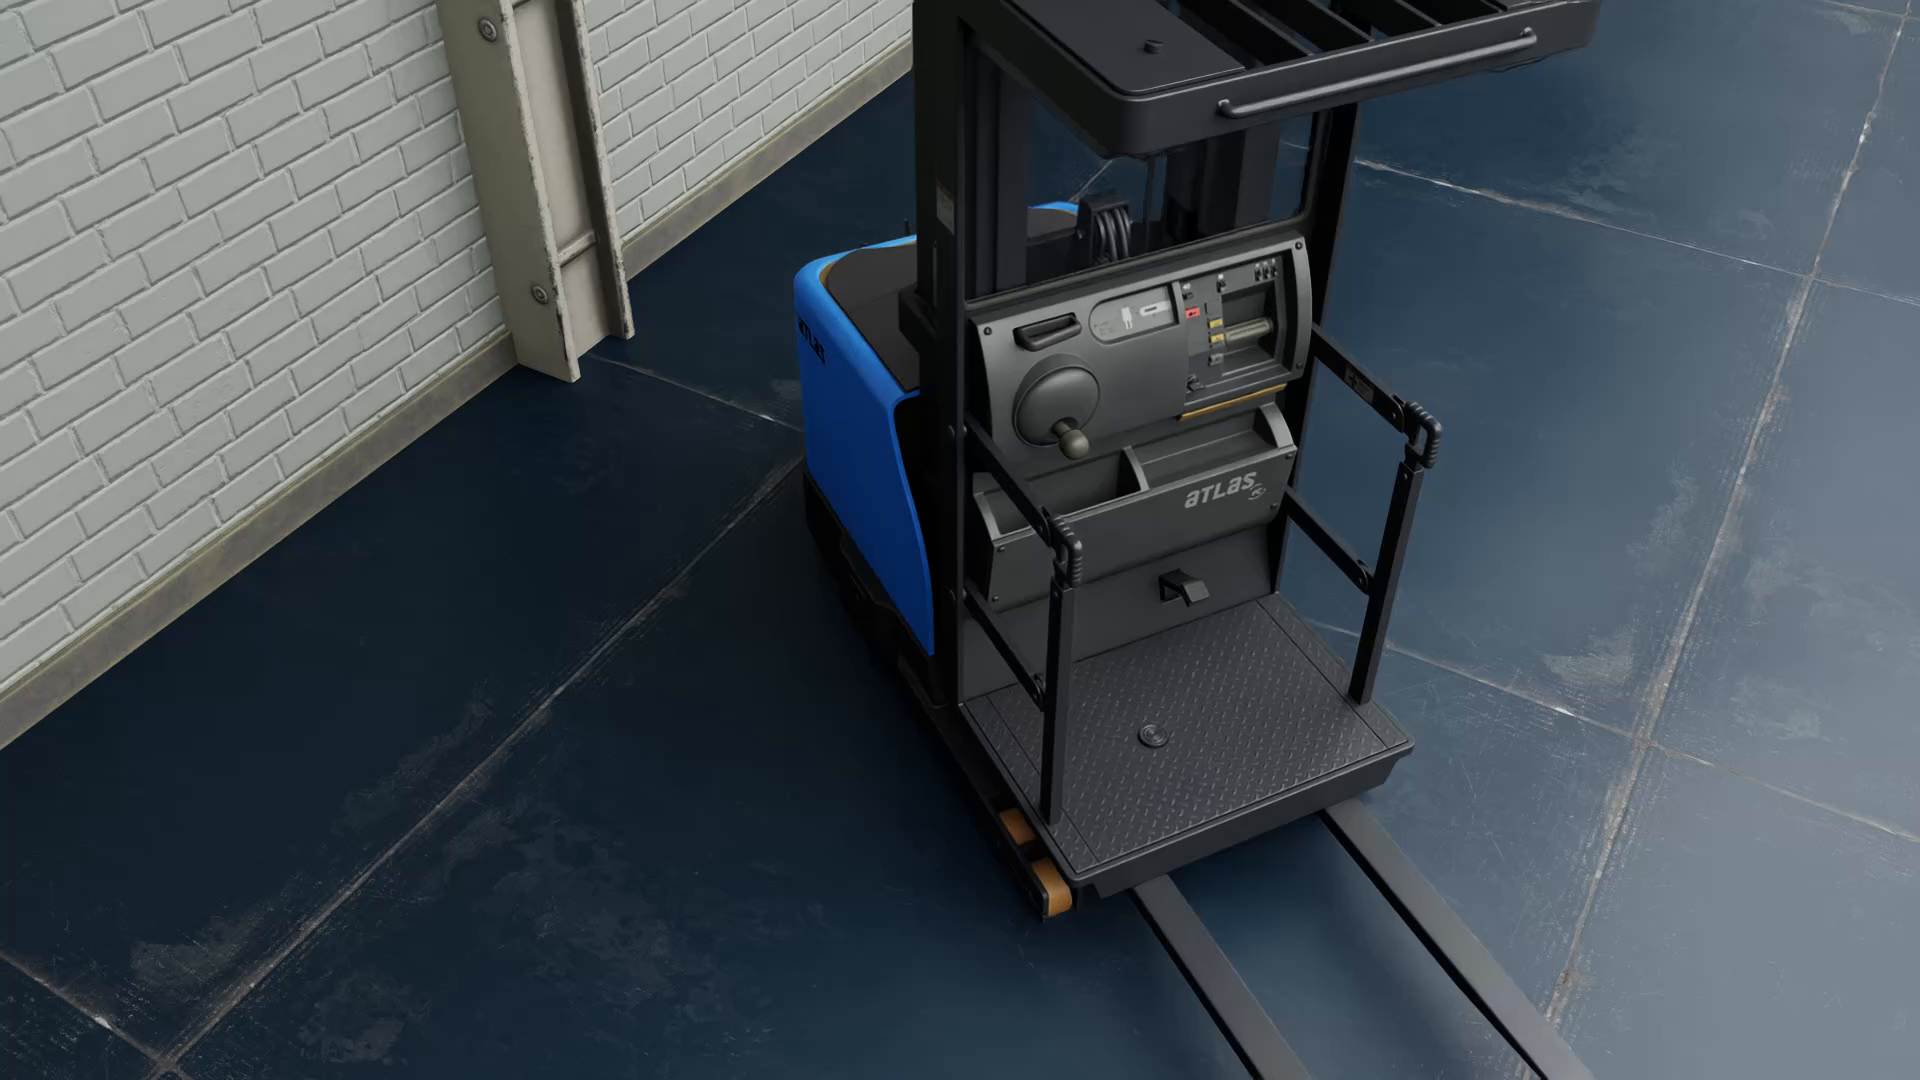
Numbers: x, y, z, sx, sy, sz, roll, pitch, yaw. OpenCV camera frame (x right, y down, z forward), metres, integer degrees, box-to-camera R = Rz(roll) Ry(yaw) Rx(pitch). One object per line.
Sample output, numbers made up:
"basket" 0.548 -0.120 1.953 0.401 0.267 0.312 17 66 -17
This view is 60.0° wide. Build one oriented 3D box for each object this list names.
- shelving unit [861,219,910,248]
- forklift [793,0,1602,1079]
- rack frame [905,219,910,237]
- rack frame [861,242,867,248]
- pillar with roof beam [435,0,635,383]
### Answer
"shelving unit" -0.169 -0.644 5.800 0.258 0.900 0.210 32 51 31
"forklift" 0.567 -0.401 3.988 1.130 2.935 3.031 -18 44 -19
"rack frame" -0.099 -0.693 5.856 0.240 0.900 0.006 32 51 31
"rack frame" -0.239 -0.595 5.745 0.240 0.900 0.006 32 51 31
"pillar with roof beam" 2.191 -2.725 2.035 9.100 9.000 0.400 21 45 22
